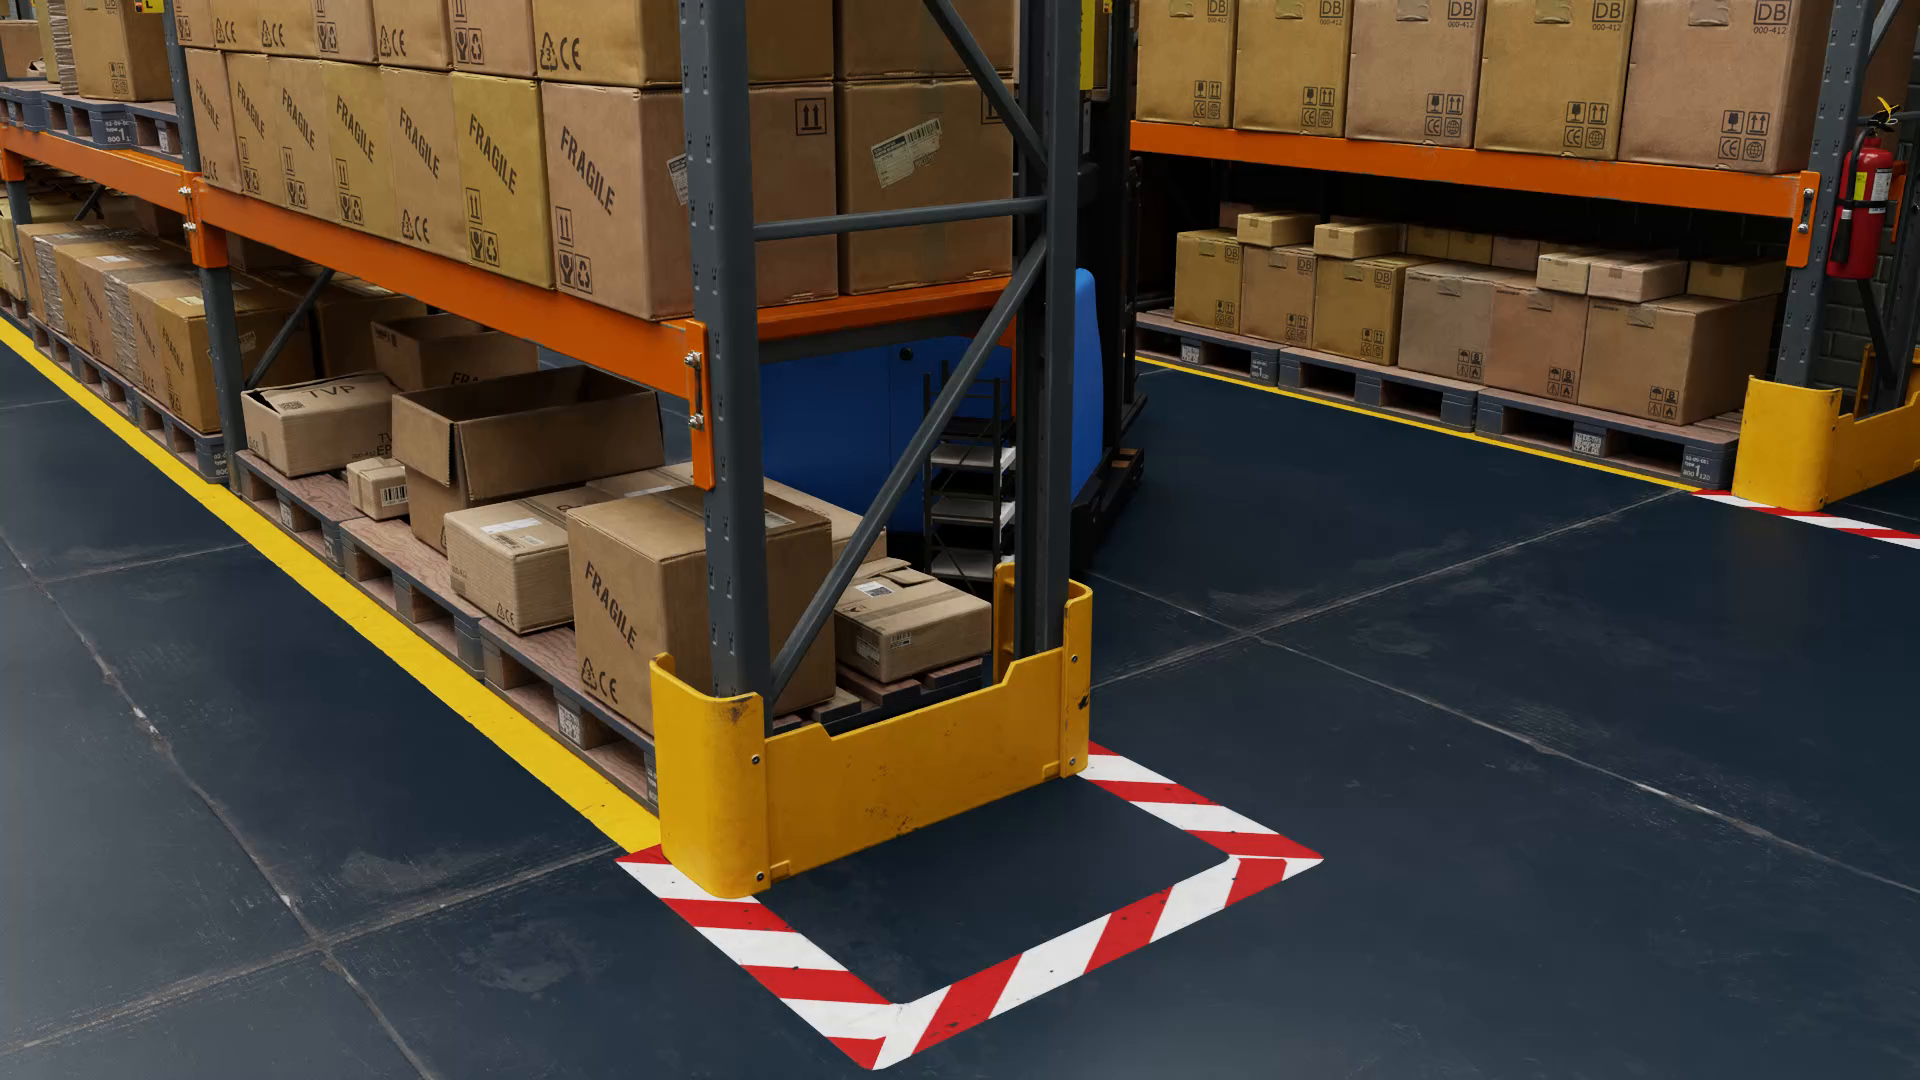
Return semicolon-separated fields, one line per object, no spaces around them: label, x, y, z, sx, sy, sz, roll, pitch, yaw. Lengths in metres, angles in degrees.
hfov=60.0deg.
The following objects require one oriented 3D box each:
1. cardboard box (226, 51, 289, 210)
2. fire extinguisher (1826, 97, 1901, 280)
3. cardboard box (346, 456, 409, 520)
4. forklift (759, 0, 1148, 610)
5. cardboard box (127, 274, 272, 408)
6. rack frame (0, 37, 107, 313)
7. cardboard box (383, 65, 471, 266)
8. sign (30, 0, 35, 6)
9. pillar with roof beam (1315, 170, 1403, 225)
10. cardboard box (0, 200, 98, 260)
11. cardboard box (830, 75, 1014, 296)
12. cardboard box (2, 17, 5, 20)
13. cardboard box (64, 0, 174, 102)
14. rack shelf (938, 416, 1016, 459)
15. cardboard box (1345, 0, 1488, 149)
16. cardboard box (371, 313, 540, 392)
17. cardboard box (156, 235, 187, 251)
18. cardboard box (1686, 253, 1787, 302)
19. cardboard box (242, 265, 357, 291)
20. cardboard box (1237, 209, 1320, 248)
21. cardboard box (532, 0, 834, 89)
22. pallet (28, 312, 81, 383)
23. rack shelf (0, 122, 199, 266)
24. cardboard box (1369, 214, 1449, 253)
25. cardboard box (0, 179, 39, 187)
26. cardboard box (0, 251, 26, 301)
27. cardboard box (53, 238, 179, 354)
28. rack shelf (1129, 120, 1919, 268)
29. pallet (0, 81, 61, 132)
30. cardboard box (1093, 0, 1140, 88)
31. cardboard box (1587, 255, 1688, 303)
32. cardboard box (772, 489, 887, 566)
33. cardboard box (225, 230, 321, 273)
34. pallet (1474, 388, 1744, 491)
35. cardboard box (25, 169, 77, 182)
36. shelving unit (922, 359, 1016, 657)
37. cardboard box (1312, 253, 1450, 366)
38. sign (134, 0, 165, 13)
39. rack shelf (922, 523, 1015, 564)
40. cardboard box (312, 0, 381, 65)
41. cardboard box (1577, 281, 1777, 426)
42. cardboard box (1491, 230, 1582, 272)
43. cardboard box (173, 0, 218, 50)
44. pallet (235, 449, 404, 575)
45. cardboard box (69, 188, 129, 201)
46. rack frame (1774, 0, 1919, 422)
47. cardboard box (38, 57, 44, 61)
cardboard box;-2.204;-1.450;5.811;0.500;0.500;0.500;-13;23;-35
fire extinguisher;3.469;-1.348;6.378;0.296;0.674;0.183;-14;23;-36
cardboard box;-1.991;-0.214;6.044;0.380;0.166;0.250;-14;23;-36
forklift;0.159;-1.581;6.473;1.130;2.935;3.031;5;19;14
cardboard box;-3.459;-0.918;7.641;0.500;0.500;0.500;-14;23;-36
rack frame;-5.111;-2.693;9.722;1.000;3.000;0.127;-14;23;-36
cardboard box;-1.265;-1.077;4.685;0.500;0.500;0.500;-14;23;-36
sign;-7.175;-4.299;12.856;0.100;0.325;0.005;-14;23;-36
pillar with roof beam;-1.008;-4.679;6.177;9.100;9.000;0.400;-14;23;-36
cardboard box;-5.629;-1.934;10.245;0.500;0.311;0.500;-13;22;-35
cardboard box;-0.213;-0.930;4.239;0.500;0.500;0.500;-13;23;-35
cardboard box;-7.875;-3.834;13.010;0.700;0.500;0.500;-15;23;-38
cardboard box;-3.773;-2.377;7.942;0.500;0.500;0.700;13;23;35
rack shelf;0.033;-0.324;5.155;0.258;0.077;0.200;5;19;14
cardboard box;2.486;-2.322;8.126;0.980;0.700;0.700;-15;24;-39
cardboard box;-2.051;-0.644;6.813;0.500;0.500;0.500;-14;23;-36
cardboard box;-4.025;-1.403;9.103;0.500;0.500;0.500;-15;24;-38
cardboard box;3.459;-1.171;7.403;0.380;0.149;0.250;-14;23;-36
cardboard box;-3.077;-1.025;7.963;0.500;0.500;0.500;-14;23;-35
cardboard box;1.707;-1.671;8.914;0.380;0.149;0.250;-13;22;-34
cardboard box;-0.636;-1.299;3.765;0.500;0.500;0.500;-14;23;-37
pallet;-4.677;-1.177;9.583;1.003;0.211;1.213;-14;23;-36
rack shelf;-3.869;-1.858;8.347;1.077;0.370;4.000;-14;23;-36
cardboard box;2.352;-1.609;8.726;0.380;0.149;0.250;-14;23;-36
cardboard box;-6.578;-2.310;11.379;0.500;0.311;0.500;-13;22;-35
cardboard box;-5.629;-1.669;10.336;0.500;0.250;0.500;-13;23;-35
cardboard box;-4.415;-1.294;8.776;0.500;0.500;0.500;-14;23;-37
rack shelf;2.495;-1.840;8.293;1.077;0.370;4.000;-14;23;-36
pallet;-4.635;-2.448;9.289;1.213;0.211;1.003;-14;23;-36
cardboard box;0.769;-2.937;9.798;0.500;0.500;0.500;-14;23;-37
cardboard box;3.002;-1.159;7.367;0.380;0.149;0.250;-14;23;-37
cardboard box;-0.569;0.063;5.076;0.500;0.250;0.500;-14;23;-36
cardboard box;-3.357;-1.498;8.199;0.500;0.250;0.500;-14;23;-36
pallet;3.179;-0.547;7.679;1.003;0.211;1.213;-14;23;-36
cardboard box;-6.482;-2.544;12.088;0.500;0.311;0.500;-14;23;-36
shelving unit;0.033;-0.099;5.229;0.258;0.900;0.210;5;19;14
cardboard box;2.264;-1.232;8.619;0.700;0.500;0.500;-13;23;-35
sign;-3.060;-2.147;6.234;0.100;0.325;0.005;-14;23;-36
rack shelf;0.033;0.018;5.268;0.258;0.077;0.200;5;19;14
cardboard box;-1.594;-1.677;4.906;0.500;0.500;0.500;-13;22;-34
cardboard box;3.224;-0.855;7.480;0.700;0.500;0.500;-14;23;-36
cardboard box;2.830;-1.420;8.155;0.380;0.149;0.250;-14;23;-35
cardboard box;-2.555;-2.058;6.056;0.500;0.500;0.500;-13;22;-35
pallet;-2.202;-0.214;6.672;1.003;0.211;1.213;-14;23;-36
cardboard box;-5.539;-2.167;10.949;0.500;0.311;0.500;-15;23;-37
rack frame;3.737;-1.689;6.692;1.000;3.000;0.127;-14;23;-36
cardboard box;-5.514;-2.909;10.516;0.500;0.311;0.500;-14;23;-37
